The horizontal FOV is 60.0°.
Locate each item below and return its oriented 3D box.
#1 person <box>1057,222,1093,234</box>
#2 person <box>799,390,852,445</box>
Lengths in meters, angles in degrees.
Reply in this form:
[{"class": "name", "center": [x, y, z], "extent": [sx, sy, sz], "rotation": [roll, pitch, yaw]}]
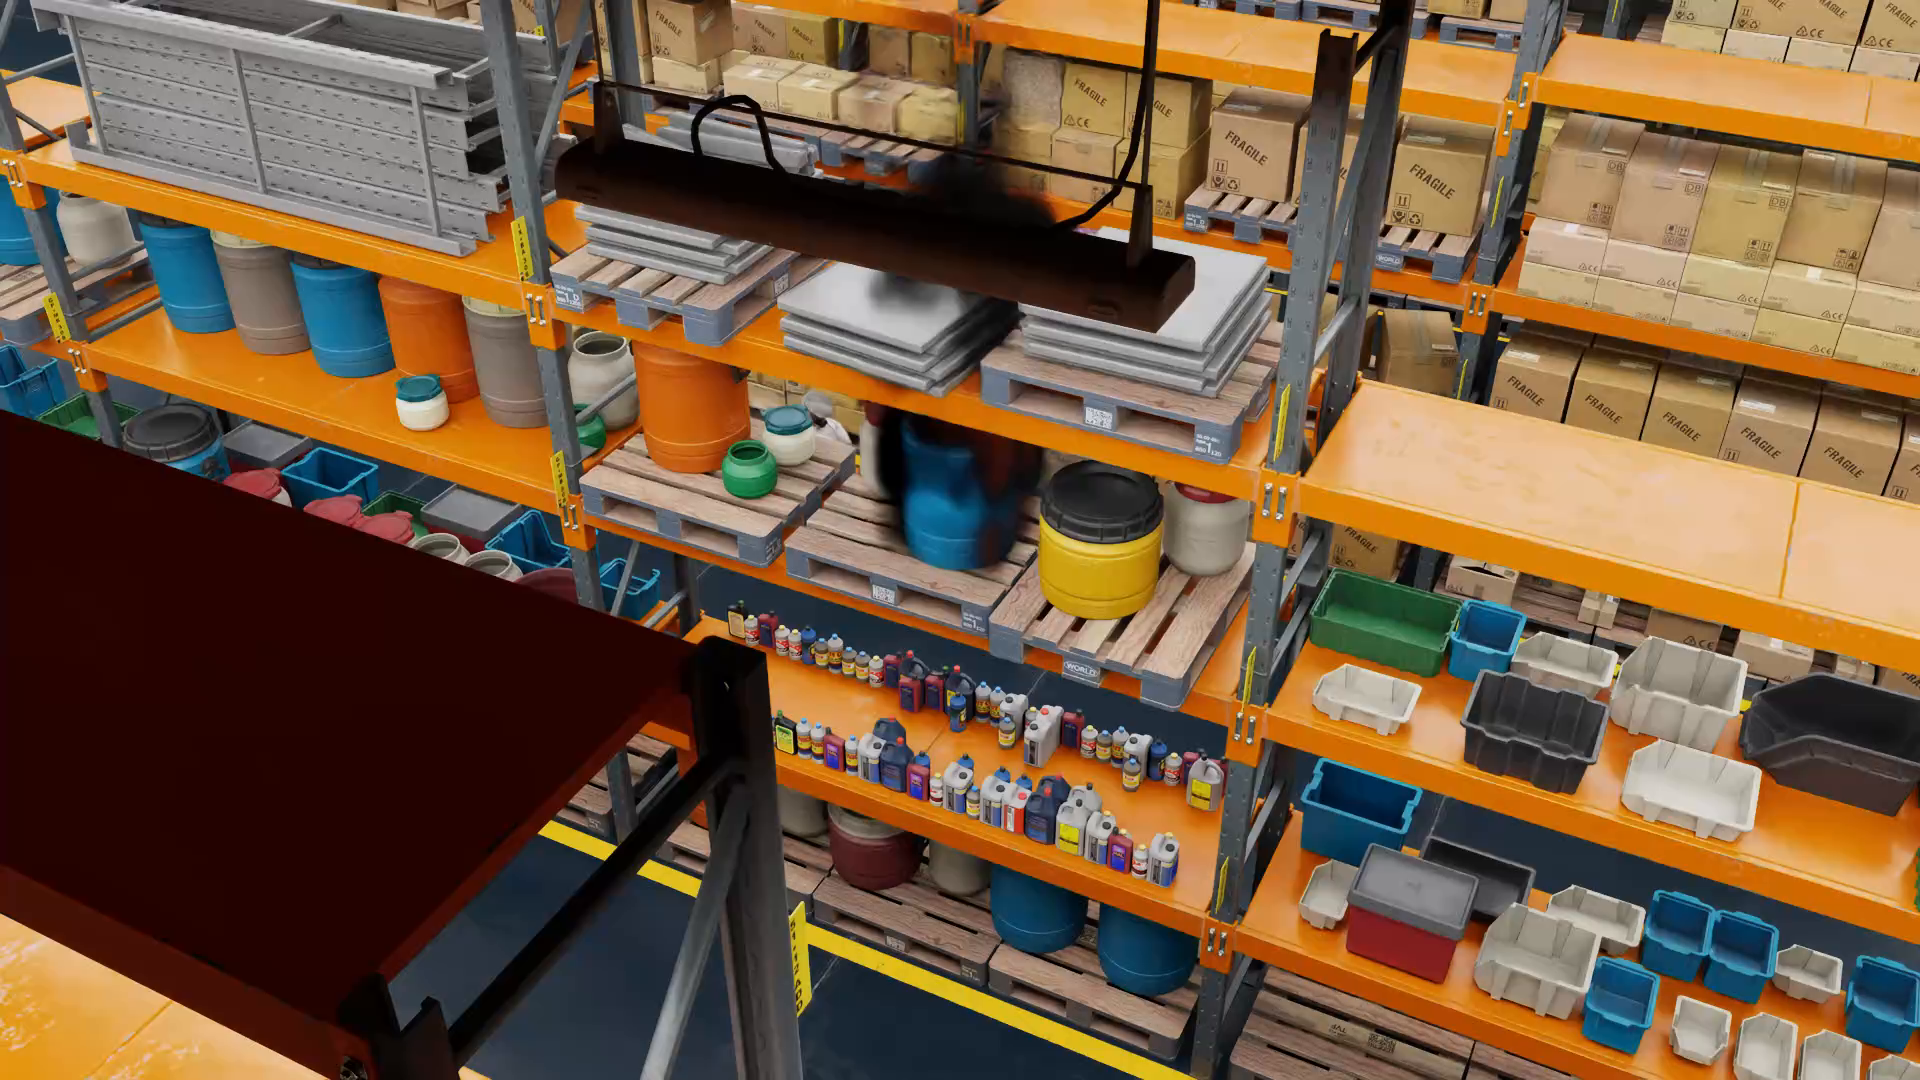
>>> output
[{"class": "person", "center": [1.292, -2.562, 16.252], "extent": [0.867, 1.435, 0.568], "rotation": [7, 36, 9]}, {"class": "person", "center": [-1.125, -0.421, 13.038], "extent": [0.566, 1.669, 0.605], "rotation": [12, 37, 17]}]
